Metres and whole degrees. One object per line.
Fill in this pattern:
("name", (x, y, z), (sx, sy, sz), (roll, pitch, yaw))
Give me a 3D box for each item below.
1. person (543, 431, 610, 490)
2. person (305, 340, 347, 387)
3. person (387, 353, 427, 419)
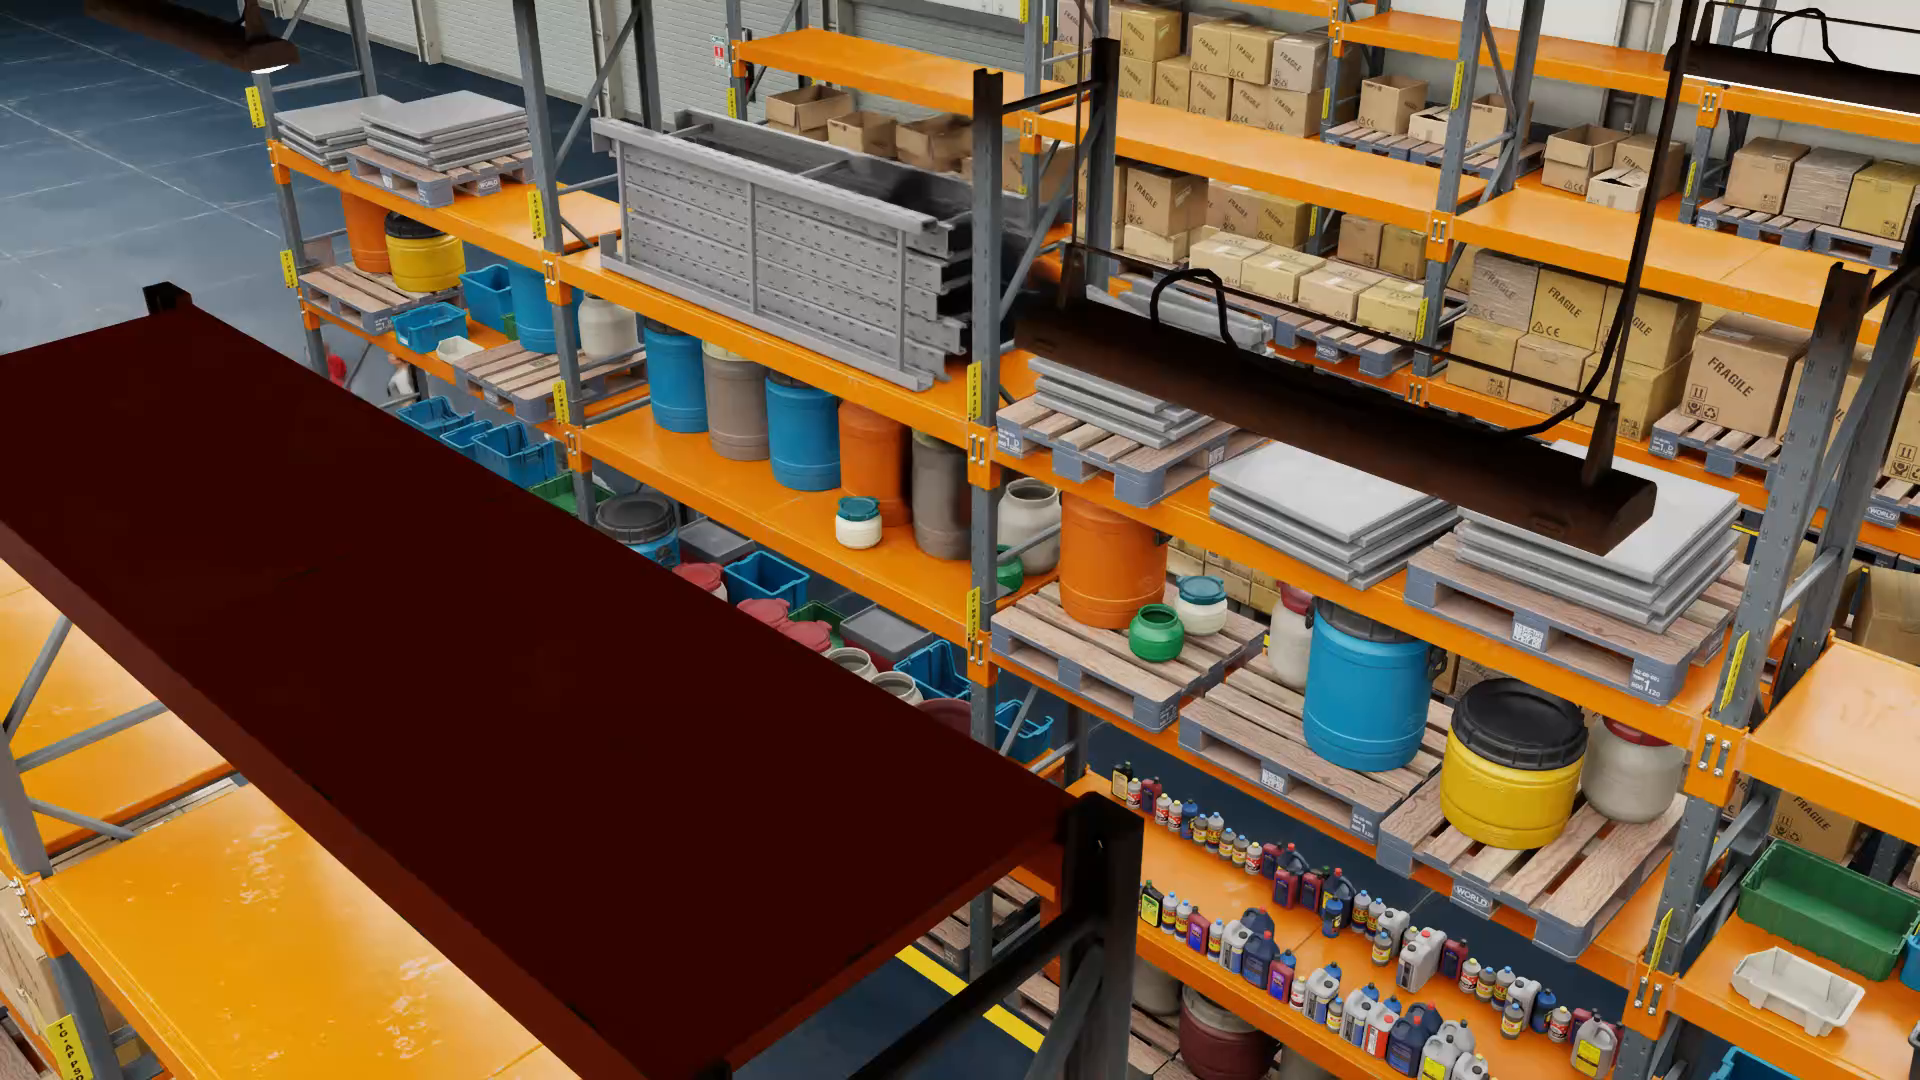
("person", (-3.866, -1.054, 16.381), (0.802, 1.765, 0.697), (16, 33, 26))
("person", (-6.299, -1.222, 16.734), (0.688, 1.734, 0.666), (2, 29, 3))
("person", (-5.549, -1.267, 16.823), (0.857, 1.619, 0.623), (3, 30, 6))
